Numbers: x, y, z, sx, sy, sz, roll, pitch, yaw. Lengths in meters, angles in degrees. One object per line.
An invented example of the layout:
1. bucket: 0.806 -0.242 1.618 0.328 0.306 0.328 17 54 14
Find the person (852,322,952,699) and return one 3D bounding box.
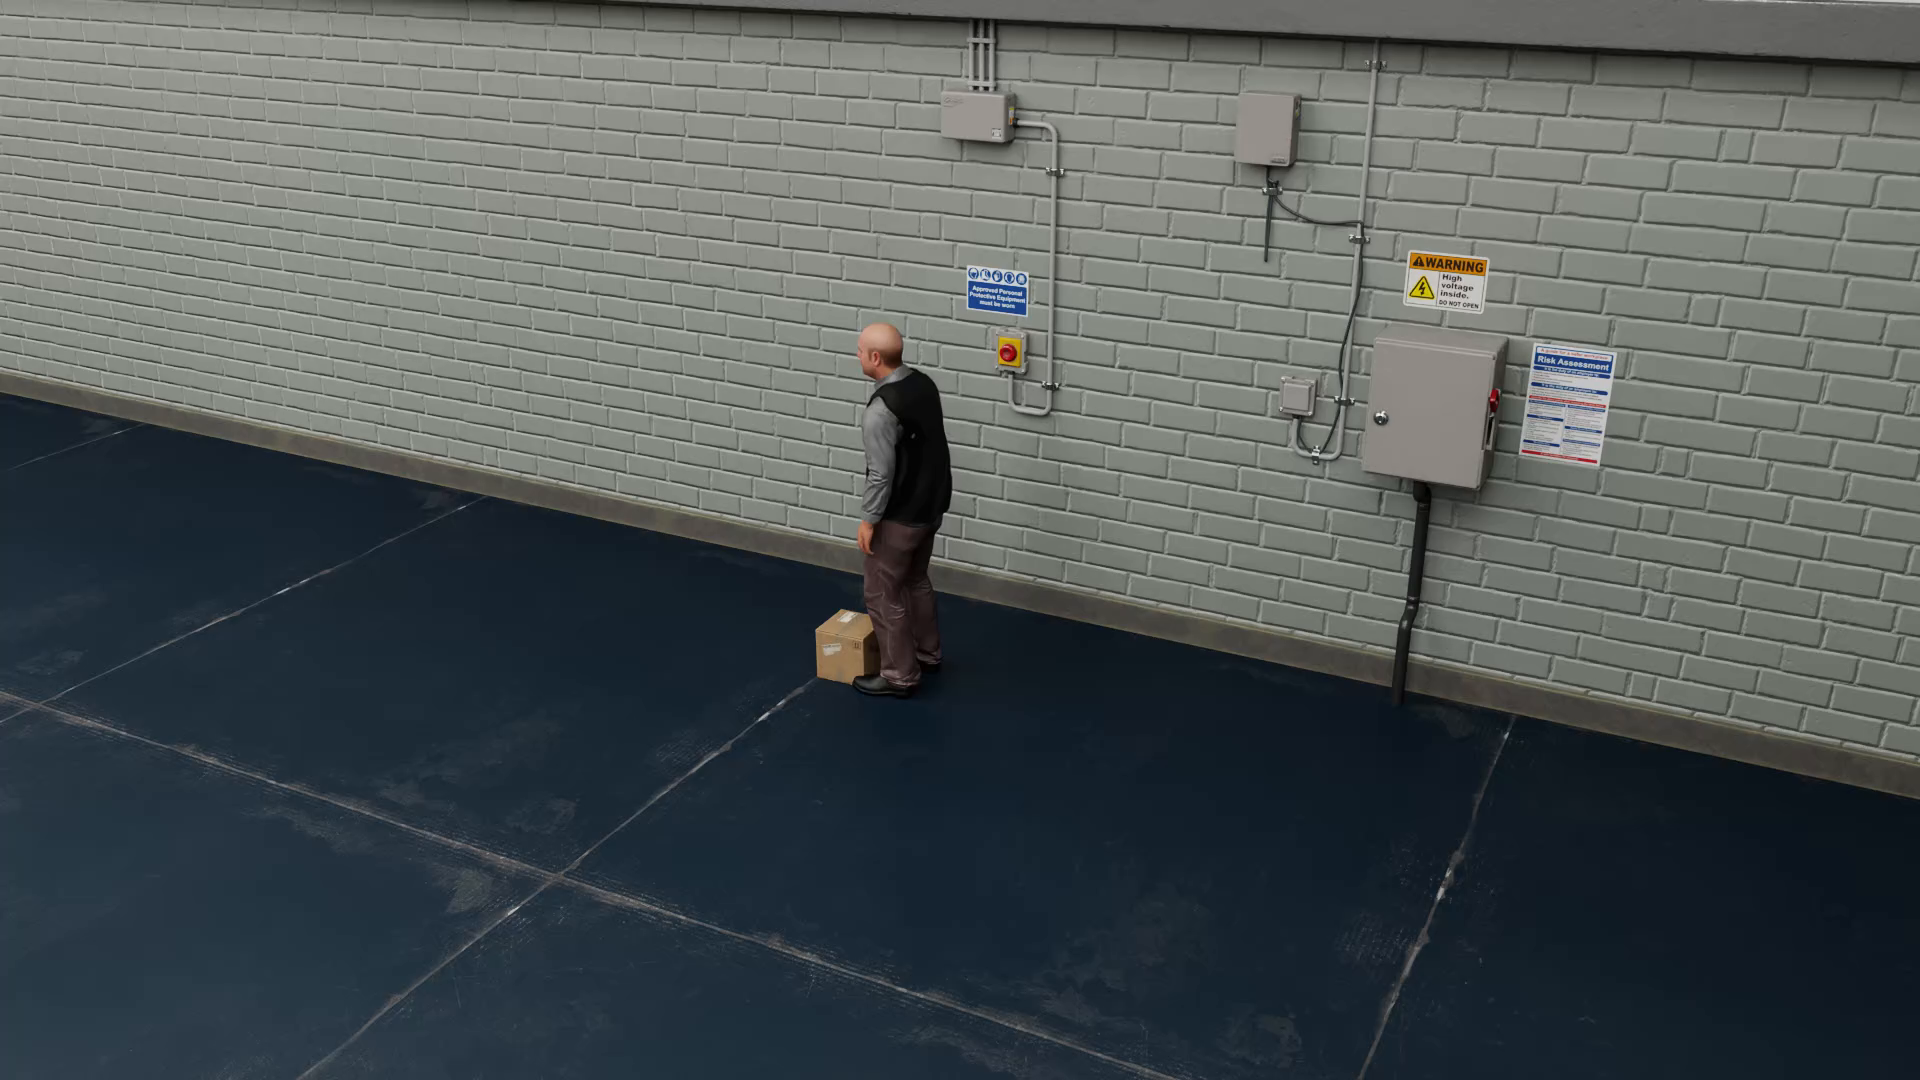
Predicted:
1. person: -0.254 -0.125 7.426 0.411 1.721 0.588 10 25 23
